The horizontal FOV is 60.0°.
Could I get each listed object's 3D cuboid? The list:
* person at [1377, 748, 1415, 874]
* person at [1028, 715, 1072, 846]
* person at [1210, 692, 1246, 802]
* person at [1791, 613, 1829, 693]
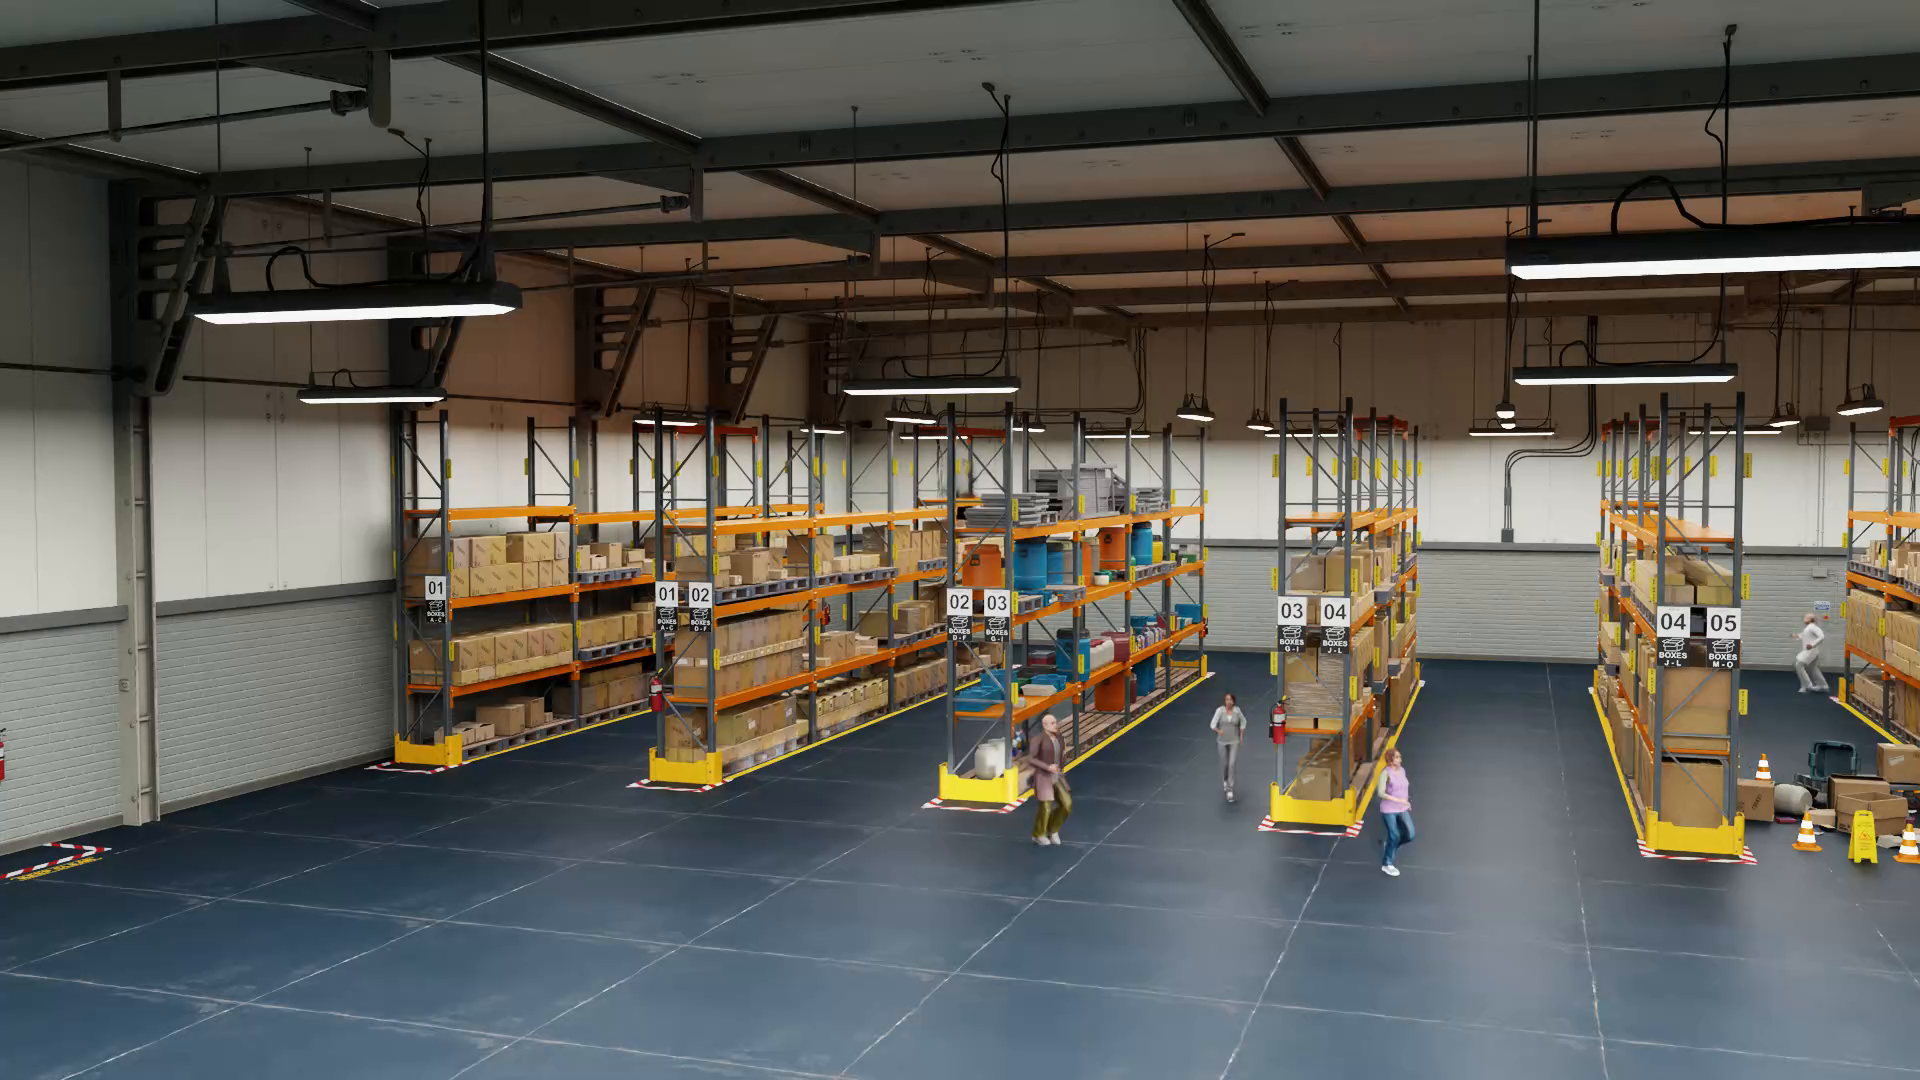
[{"bbox_3d":[5.379,3.346,20.476,0.531,1.561,0.529,-1,3,-31],"label":"person"},{"bbox_3d":[1.192,3.190,21.934,0.690,1.749,0.720,-2,3,-36],"label":"person"},{"bbox_3d":[4.087,3.113,25.353,0.537,1.607,0.820,1,2,12],"label":"person"},{"bbox_3d":[18.948,2.547,37.073,0.804,1.835,0.706,1,3,26],"label":"person"}]
